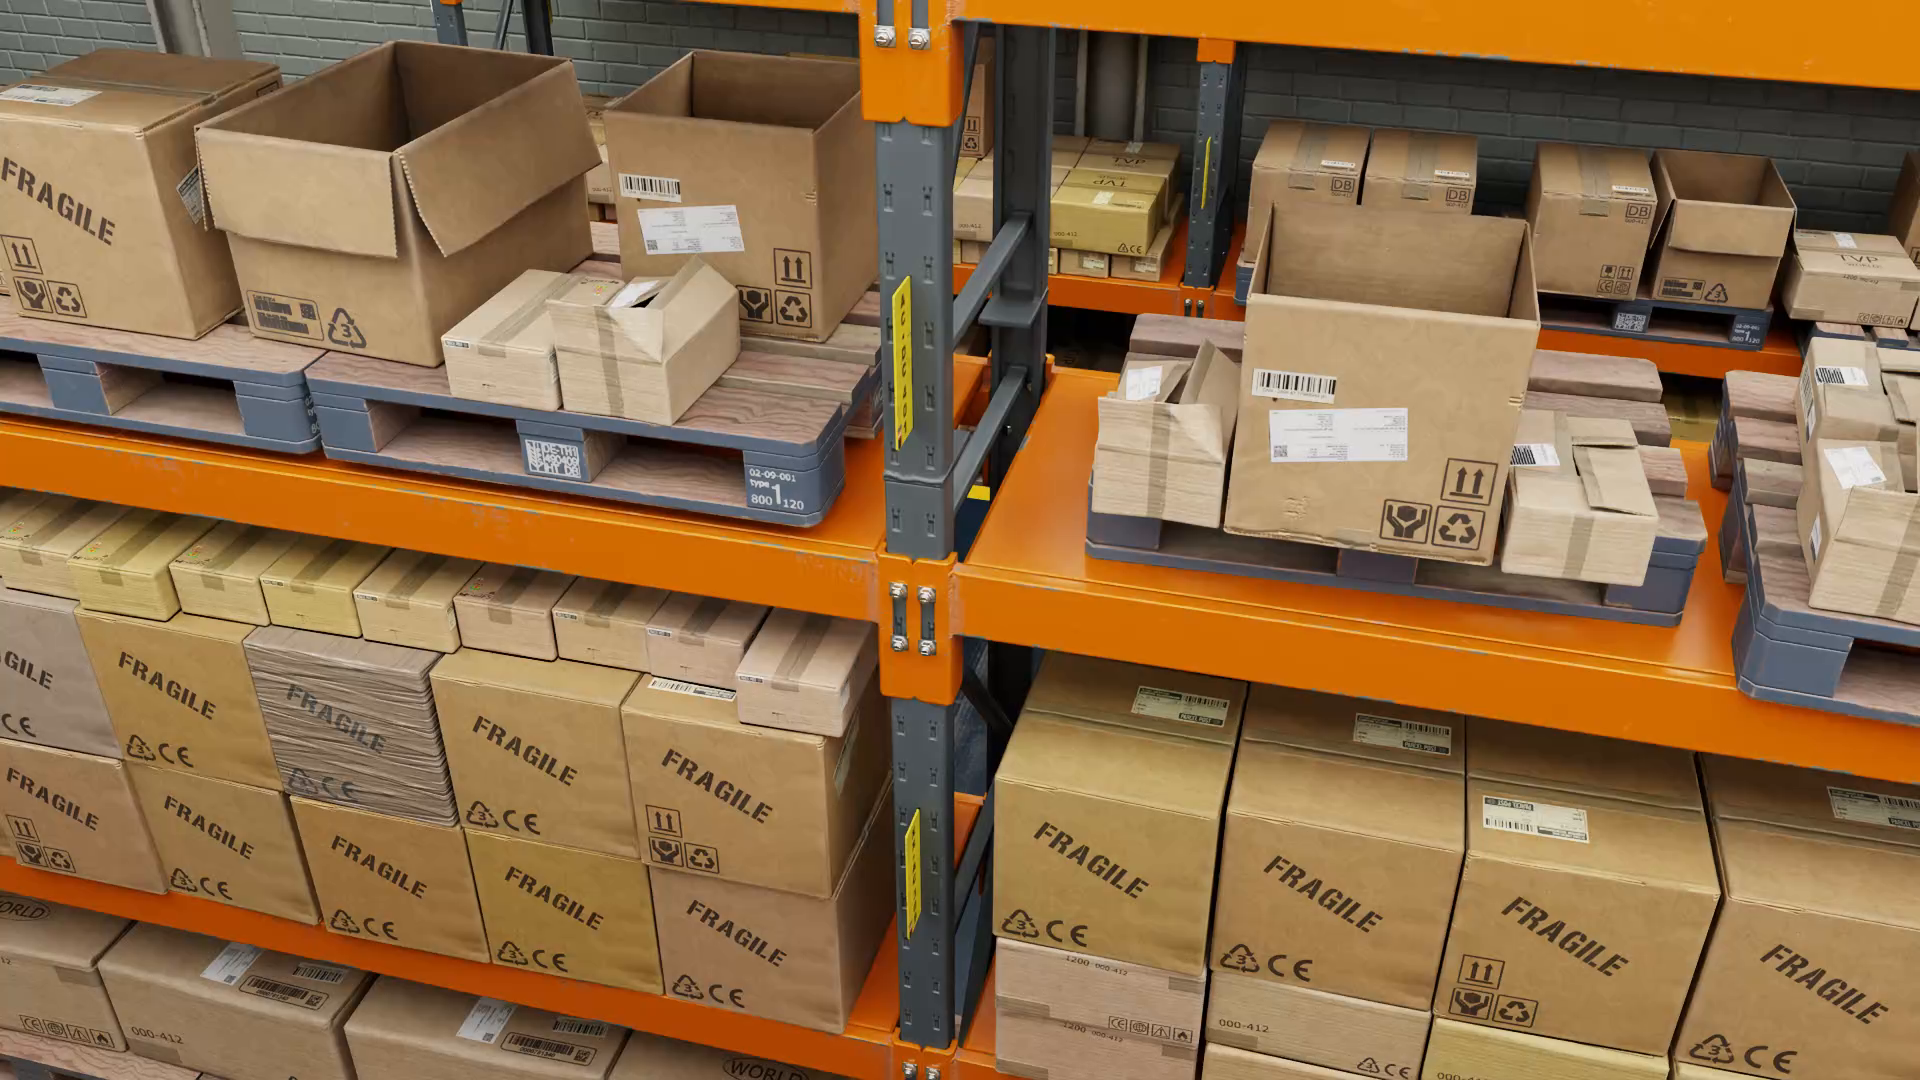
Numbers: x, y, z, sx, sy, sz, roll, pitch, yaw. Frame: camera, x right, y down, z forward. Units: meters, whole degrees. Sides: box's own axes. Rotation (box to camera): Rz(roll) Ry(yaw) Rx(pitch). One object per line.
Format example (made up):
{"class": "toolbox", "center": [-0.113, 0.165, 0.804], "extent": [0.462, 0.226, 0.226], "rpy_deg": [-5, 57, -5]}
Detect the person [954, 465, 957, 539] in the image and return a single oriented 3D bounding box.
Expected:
{"class": "person", "center": [-0.240, -0.123, 7.941], "extent": [0.538, 1.140, 0.948], "rpy_deg": [7, 33, 11]}
